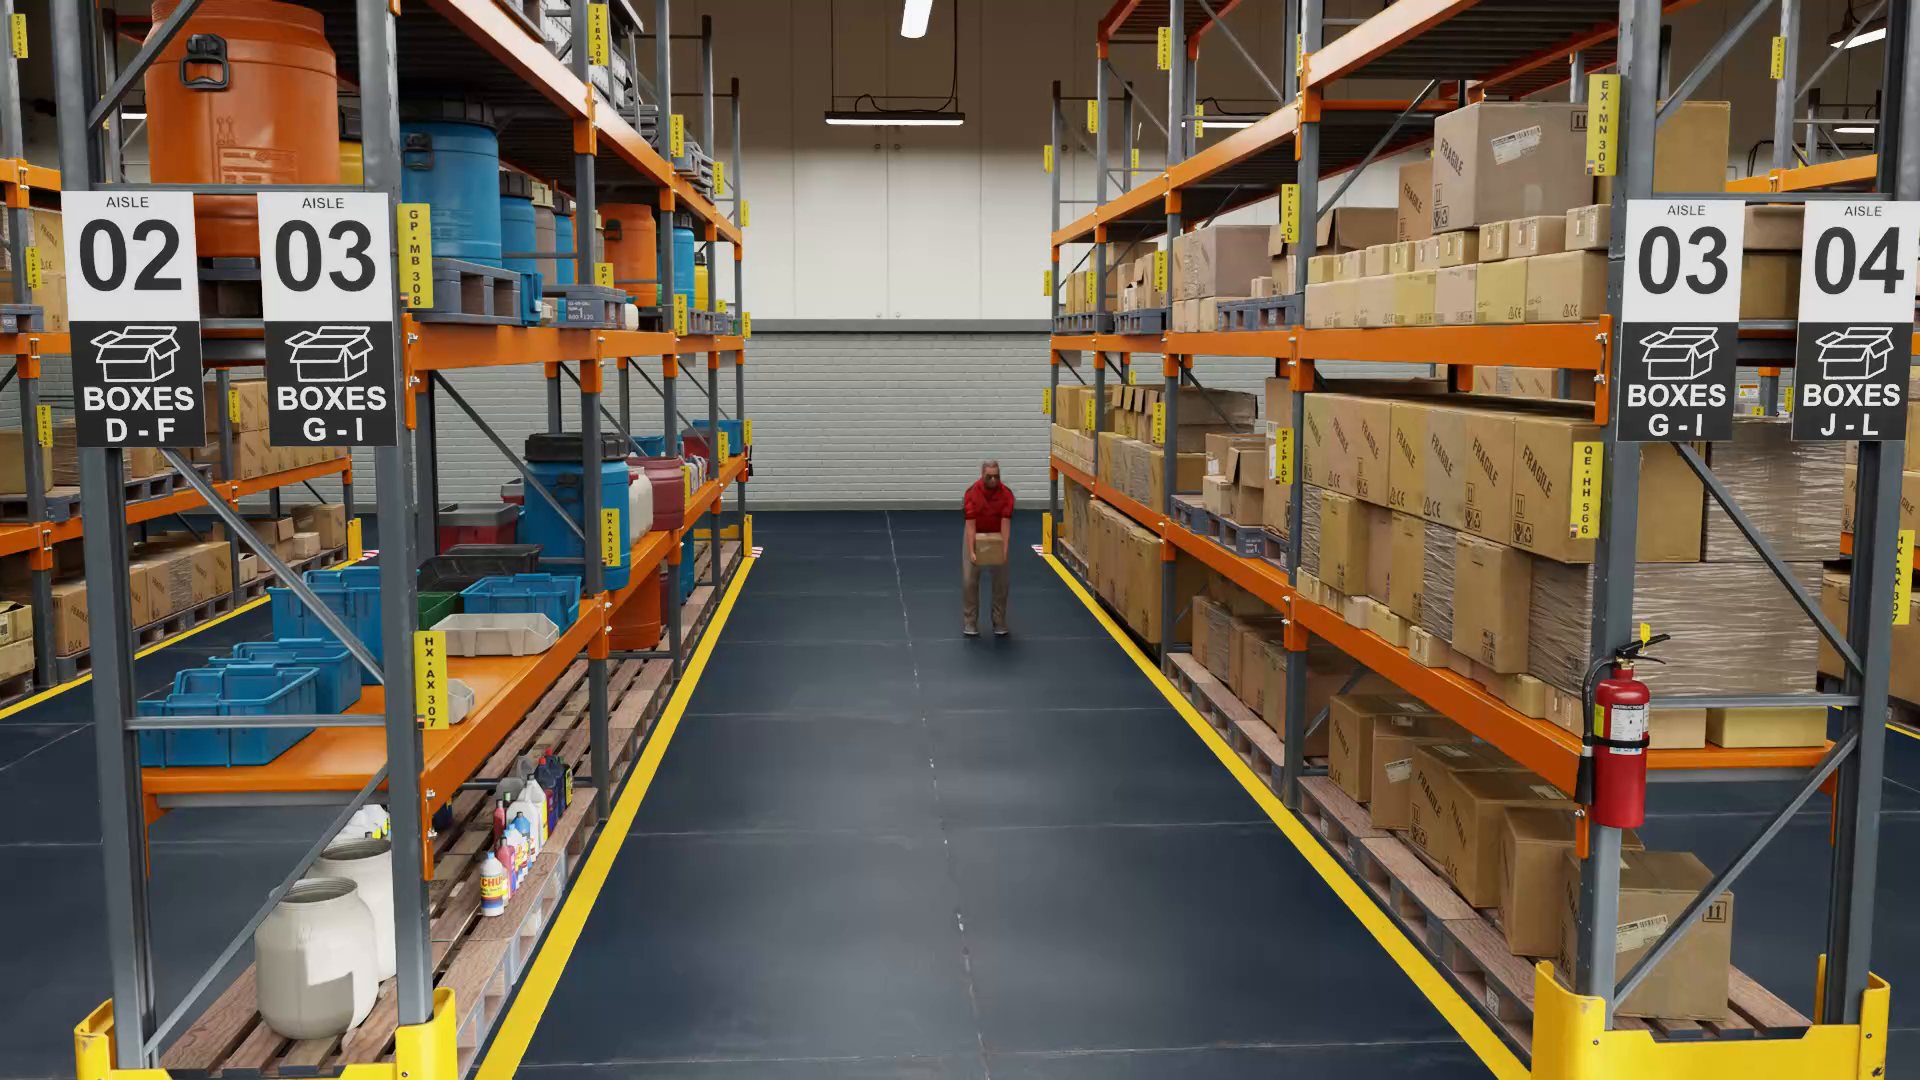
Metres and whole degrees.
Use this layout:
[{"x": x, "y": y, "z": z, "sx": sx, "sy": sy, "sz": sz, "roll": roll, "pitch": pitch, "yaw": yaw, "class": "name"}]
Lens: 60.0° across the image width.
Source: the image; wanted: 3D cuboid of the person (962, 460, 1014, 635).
[{"x": 0.259, "y": 0.067, "z": 15.591, "sx": 0.477, "sy": 1.657, "sz": 0.598, "roll": -1, "pitch": 7, "yaw": -5, "class": "person"}]
